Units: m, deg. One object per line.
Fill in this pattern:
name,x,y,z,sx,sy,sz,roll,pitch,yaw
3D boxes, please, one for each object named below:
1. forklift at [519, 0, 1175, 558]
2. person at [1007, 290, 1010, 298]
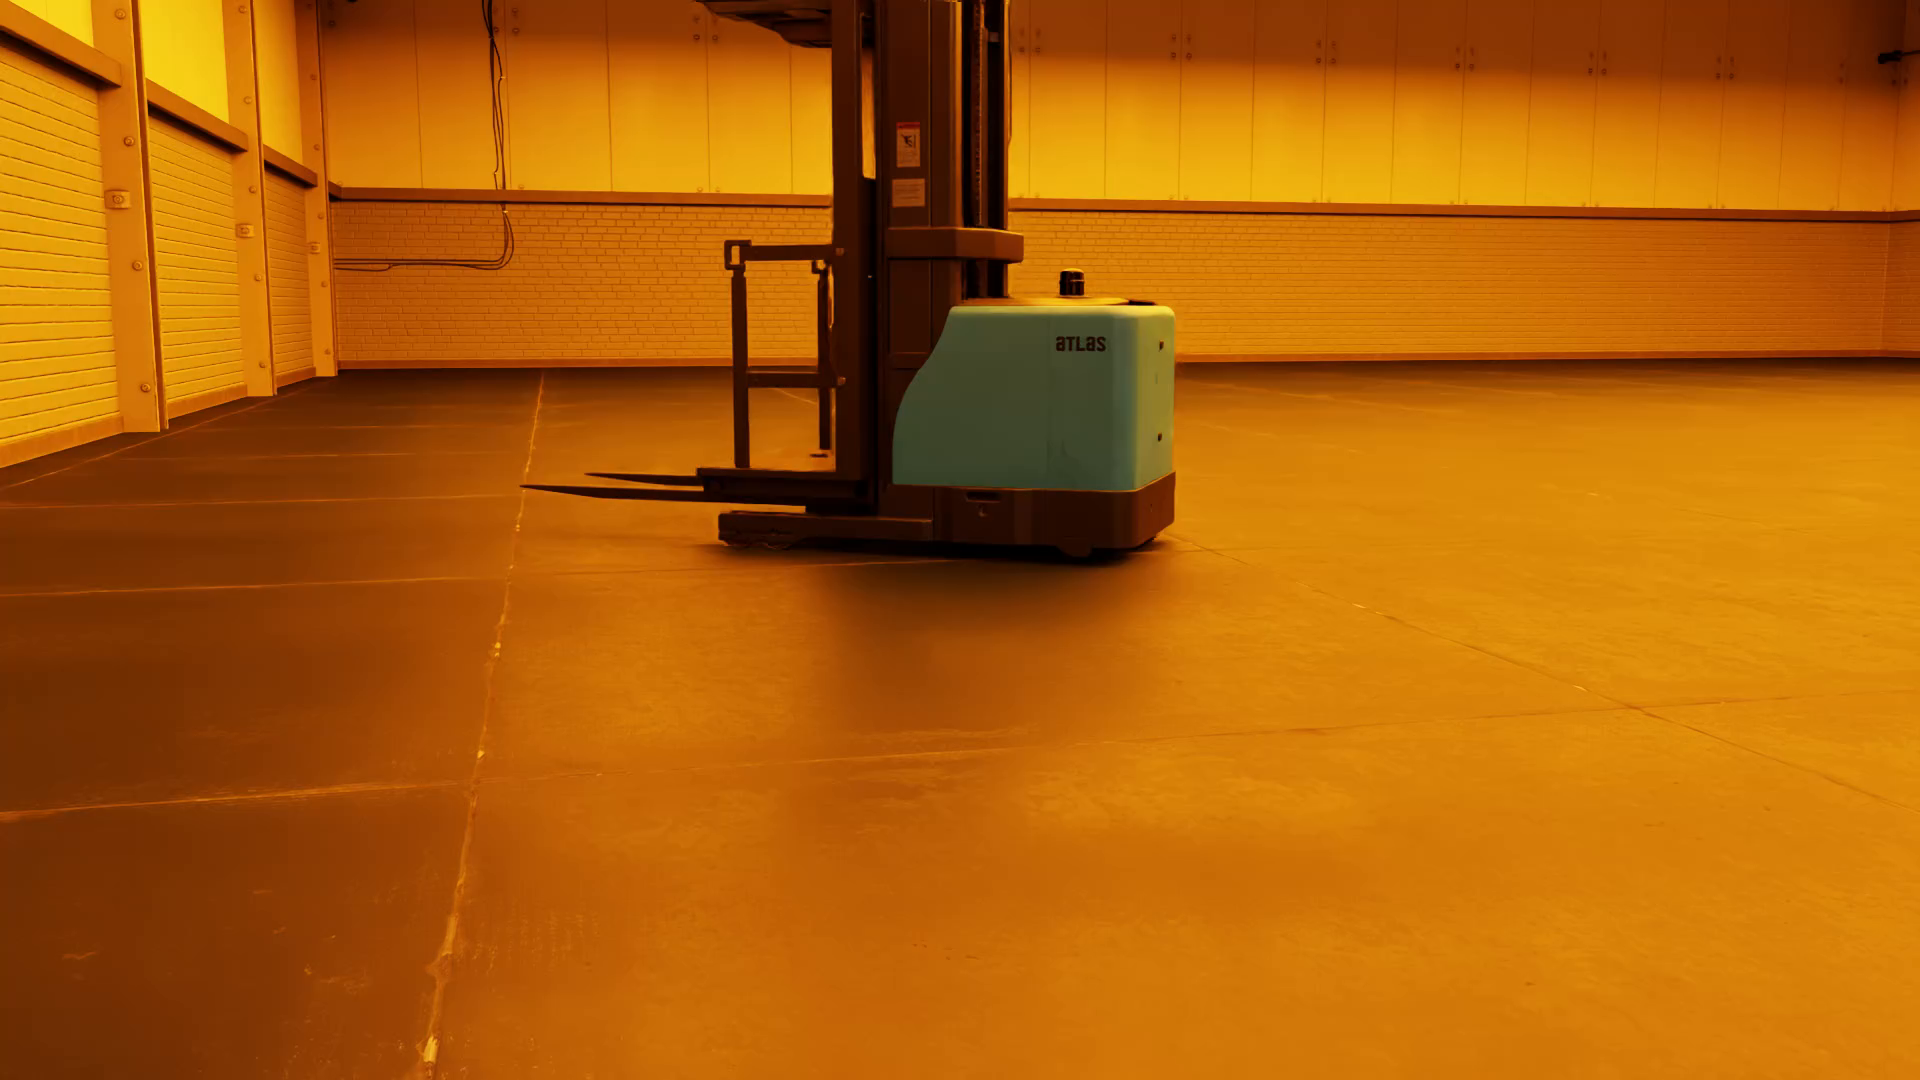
forklift,-0.570,-1.472,7.650,3.031,2.935,1.130,3,8,17
person,0.021,-0.977,9.523,0.639,1.498,0.885,-1,8,-5
